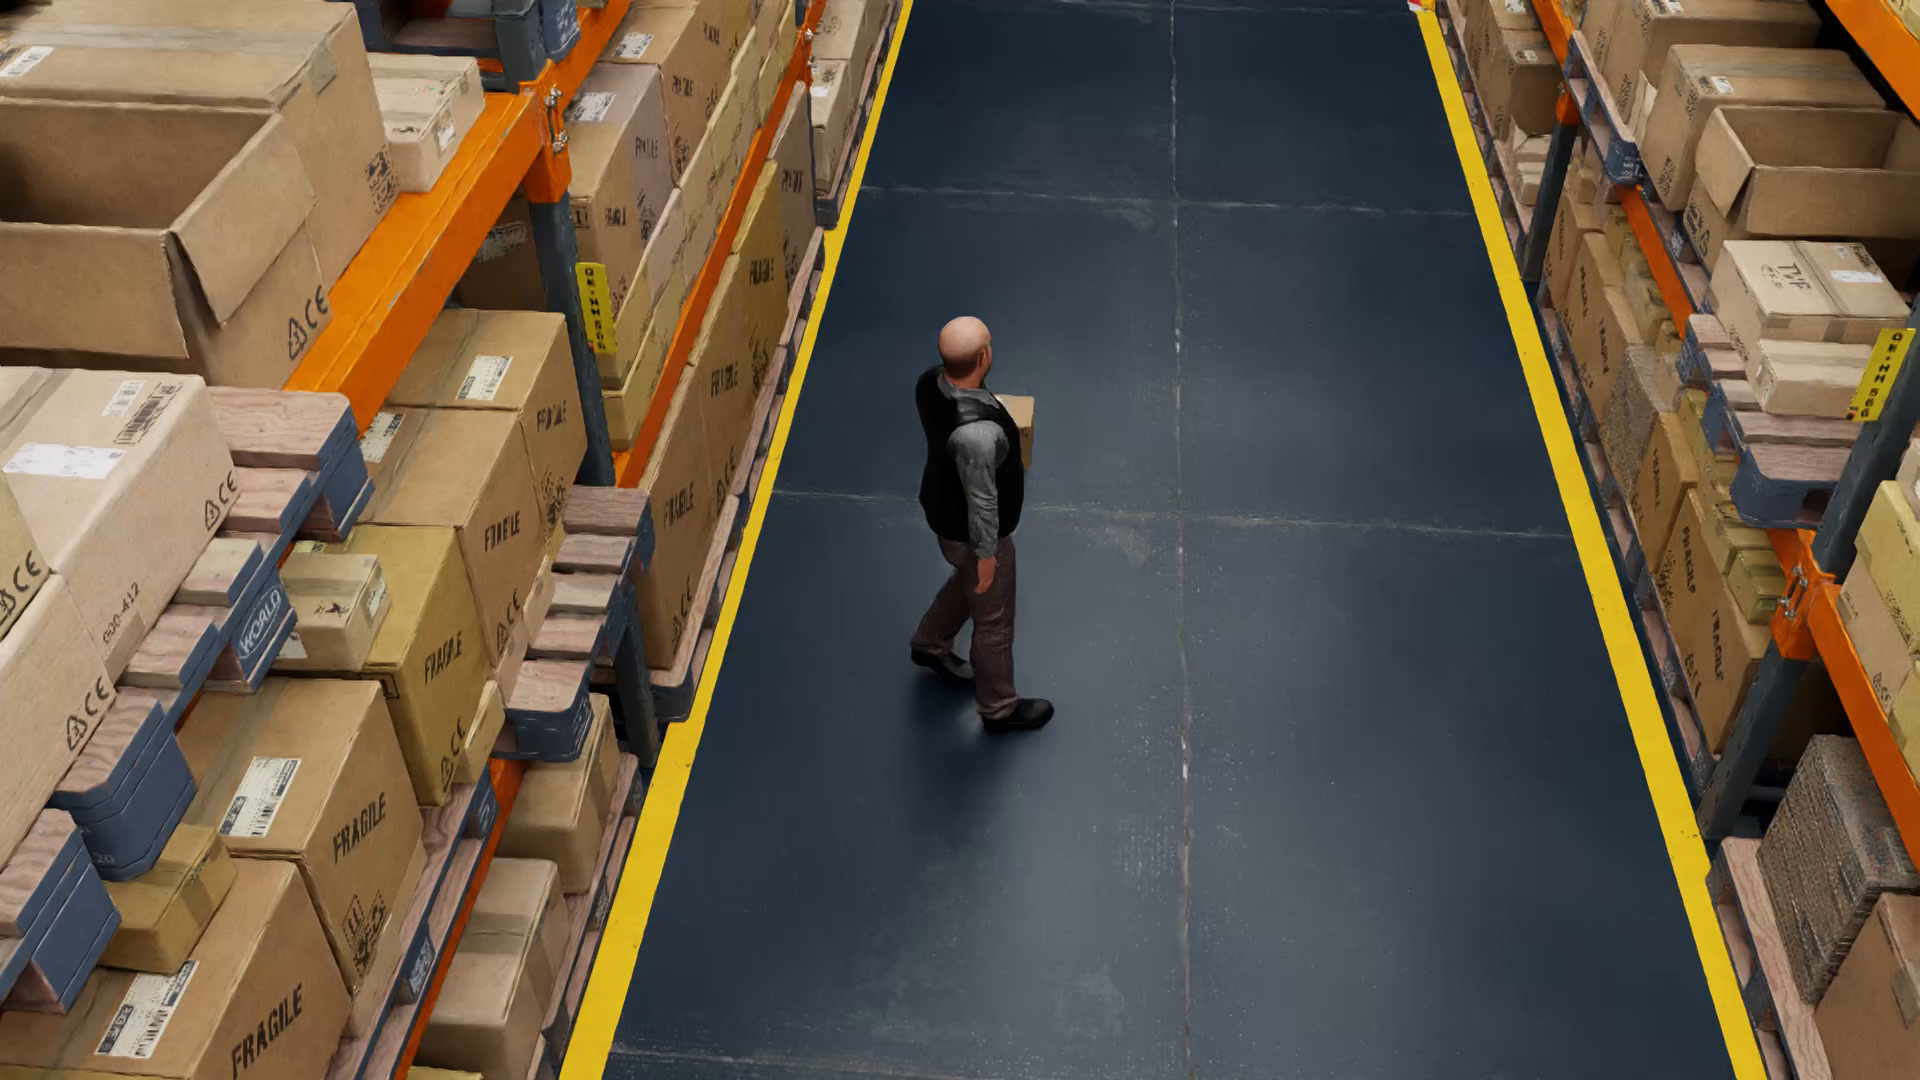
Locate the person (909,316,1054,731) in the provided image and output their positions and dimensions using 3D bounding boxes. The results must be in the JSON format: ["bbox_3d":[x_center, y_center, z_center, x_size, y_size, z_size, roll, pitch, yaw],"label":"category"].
[{"bbox_3d":[0.075,-0.063,6.237,0.477,1.723,0.592,-12,41,-14],"label":"person"}]
